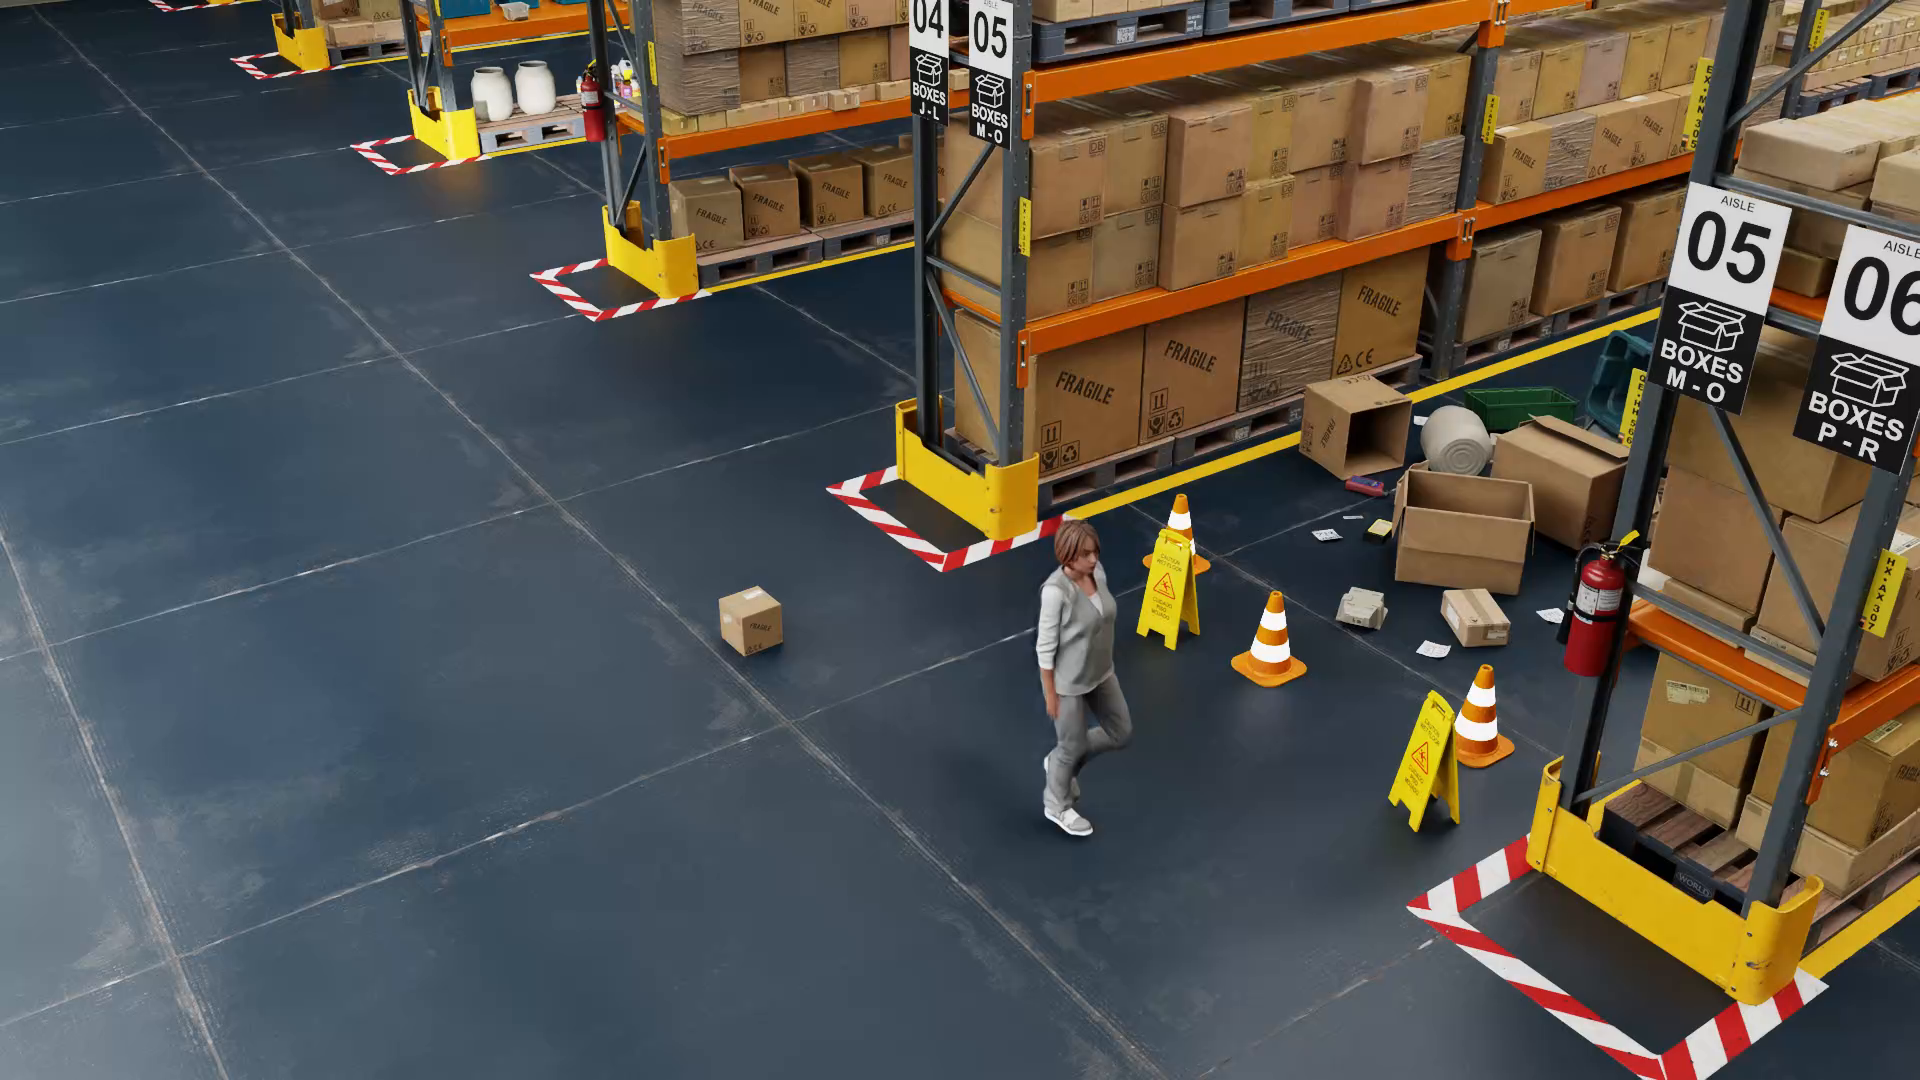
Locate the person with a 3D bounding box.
[{"bbox_3d":[0.530,0.624,7.450,0.420,1.596,0.442,24,37,36],"label":"person"}]
